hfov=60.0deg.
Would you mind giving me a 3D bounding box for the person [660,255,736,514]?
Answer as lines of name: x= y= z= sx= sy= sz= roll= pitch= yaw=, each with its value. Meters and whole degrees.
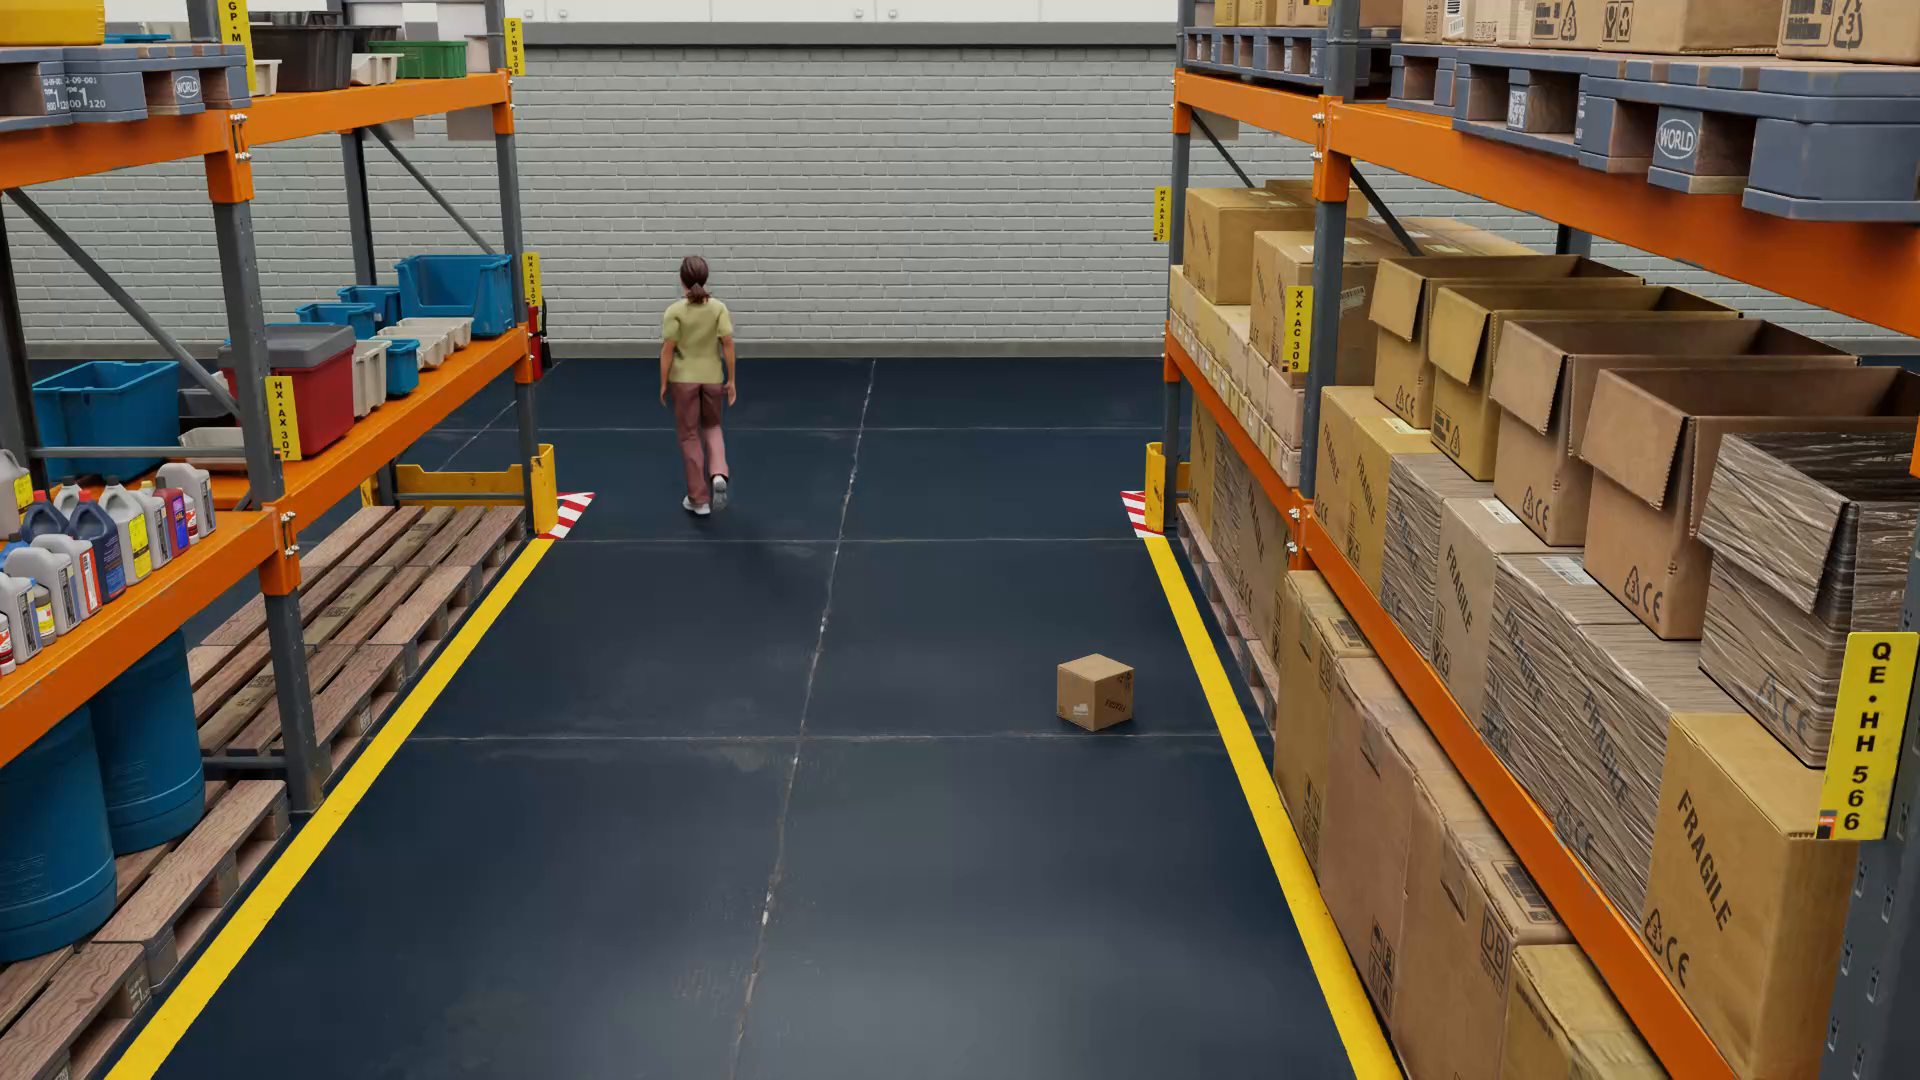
person: x=-1.690 y=-0.970 z=10.675 sx=0.469 sy=1.616 sz=0.463 roll=-8 pitch=19 yaw=-25
